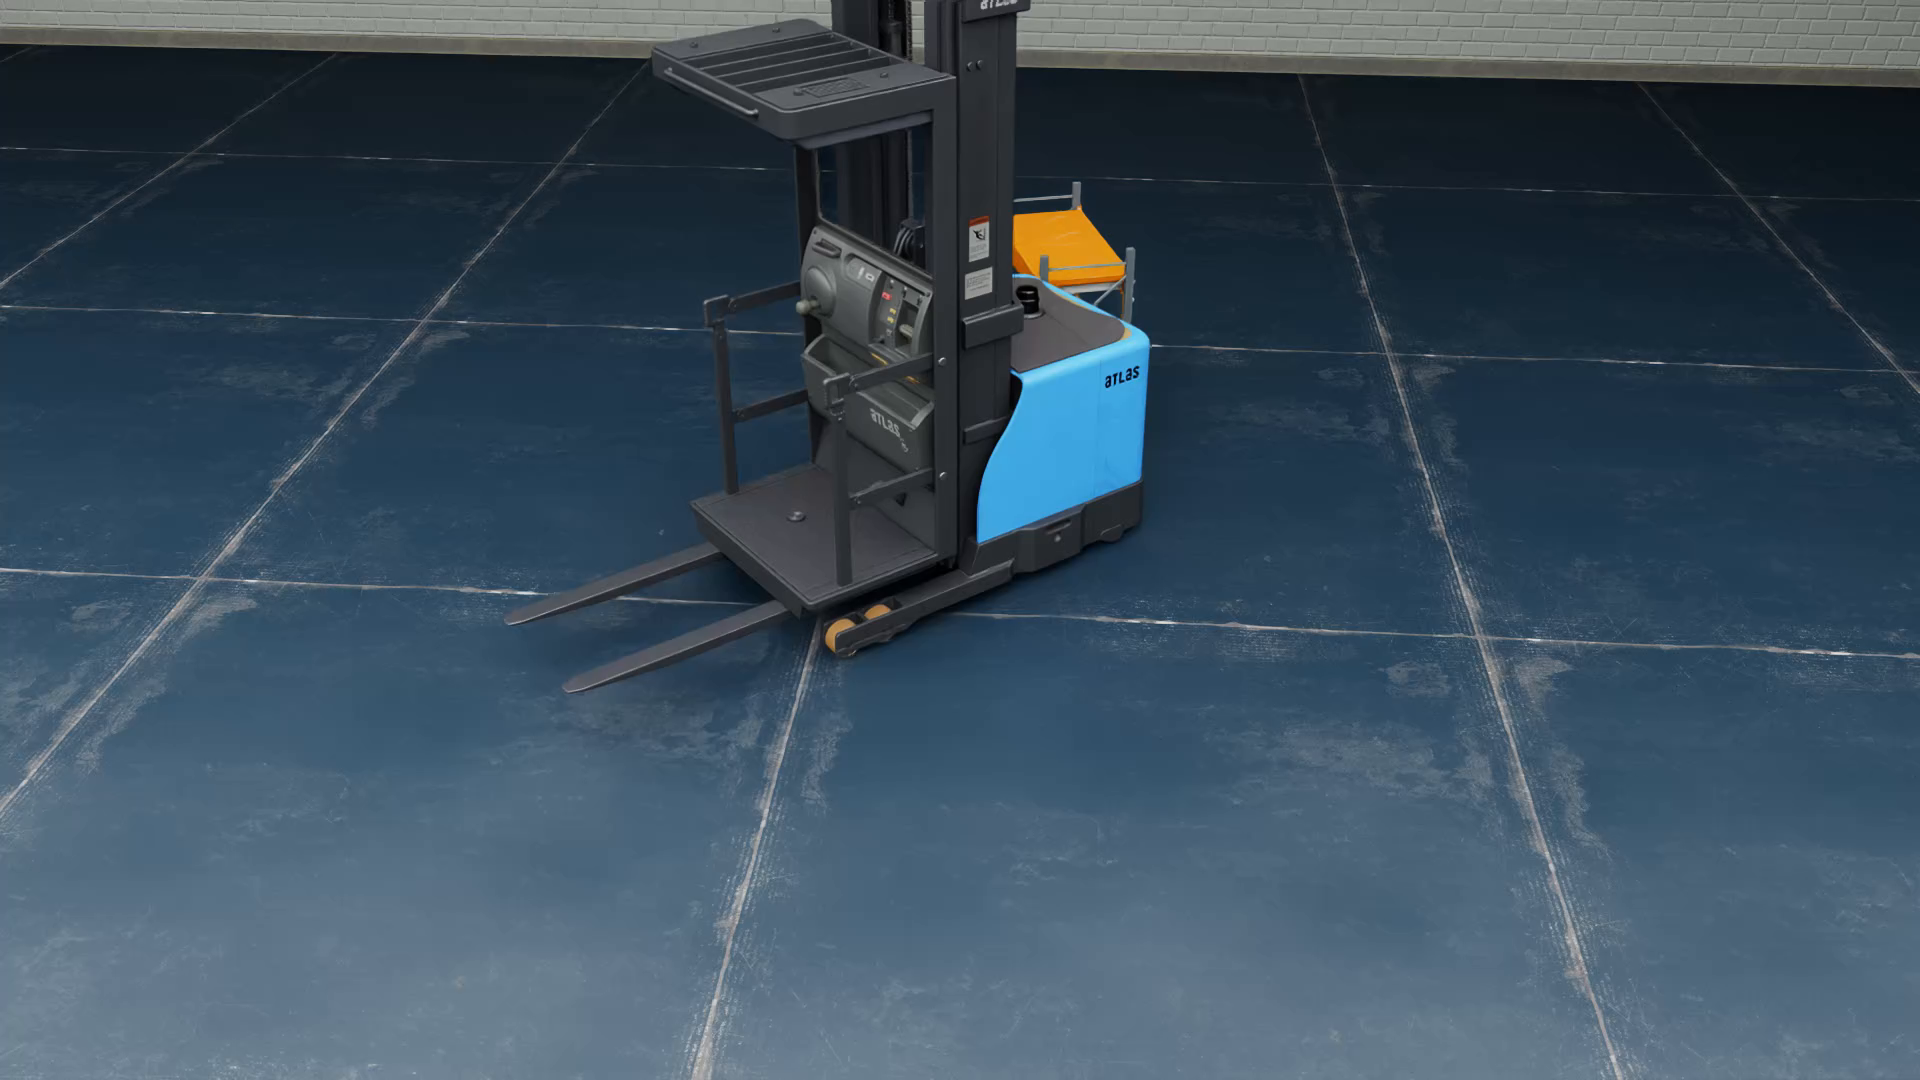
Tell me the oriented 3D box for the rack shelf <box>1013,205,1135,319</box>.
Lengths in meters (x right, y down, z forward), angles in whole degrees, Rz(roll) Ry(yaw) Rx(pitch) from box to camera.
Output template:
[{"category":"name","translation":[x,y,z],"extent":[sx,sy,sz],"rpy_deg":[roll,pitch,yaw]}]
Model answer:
[{"category":"rack shelf","translation":[0.544,-1.500,9.055],"extent":[0.538,0.278,1.000],"rpy_deg":[-7,32,-10]}]

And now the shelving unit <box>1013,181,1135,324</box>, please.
[{"category":"shelving unit","translation":[0.544,-1.251,9.208],"extent":[0.538,1.125,1.048],"rpy_deg":[-7,32,-10]}]

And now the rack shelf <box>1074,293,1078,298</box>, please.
[{"category":"rack shelf","translation":[0.544,-1.043,9.336],"extent":[0.538,0.278,1.000],"rpy_deg":[-7,32,-10]}]

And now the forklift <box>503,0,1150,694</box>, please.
[{"category":"forklift","translation":[-0.582,-1.042,7.147],"extent":[3.031,2.935,1.130],"rpy_deg":[-21,37,-30]}]

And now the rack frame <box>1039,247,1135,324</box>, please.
[{"category":"rack frame","translation":[0.652,-0.991,8.785],"extent":[0.500,1.125,0.032],"rpy_deg":[-7,32,-10]}]

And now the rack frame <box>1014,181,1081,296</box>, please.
[{"category":"rack frame","translation":[0.435,-1.512,9.631],"extent":[0.500,1.125,0.032],"rpy_deg":[-7,32,-10]}]
